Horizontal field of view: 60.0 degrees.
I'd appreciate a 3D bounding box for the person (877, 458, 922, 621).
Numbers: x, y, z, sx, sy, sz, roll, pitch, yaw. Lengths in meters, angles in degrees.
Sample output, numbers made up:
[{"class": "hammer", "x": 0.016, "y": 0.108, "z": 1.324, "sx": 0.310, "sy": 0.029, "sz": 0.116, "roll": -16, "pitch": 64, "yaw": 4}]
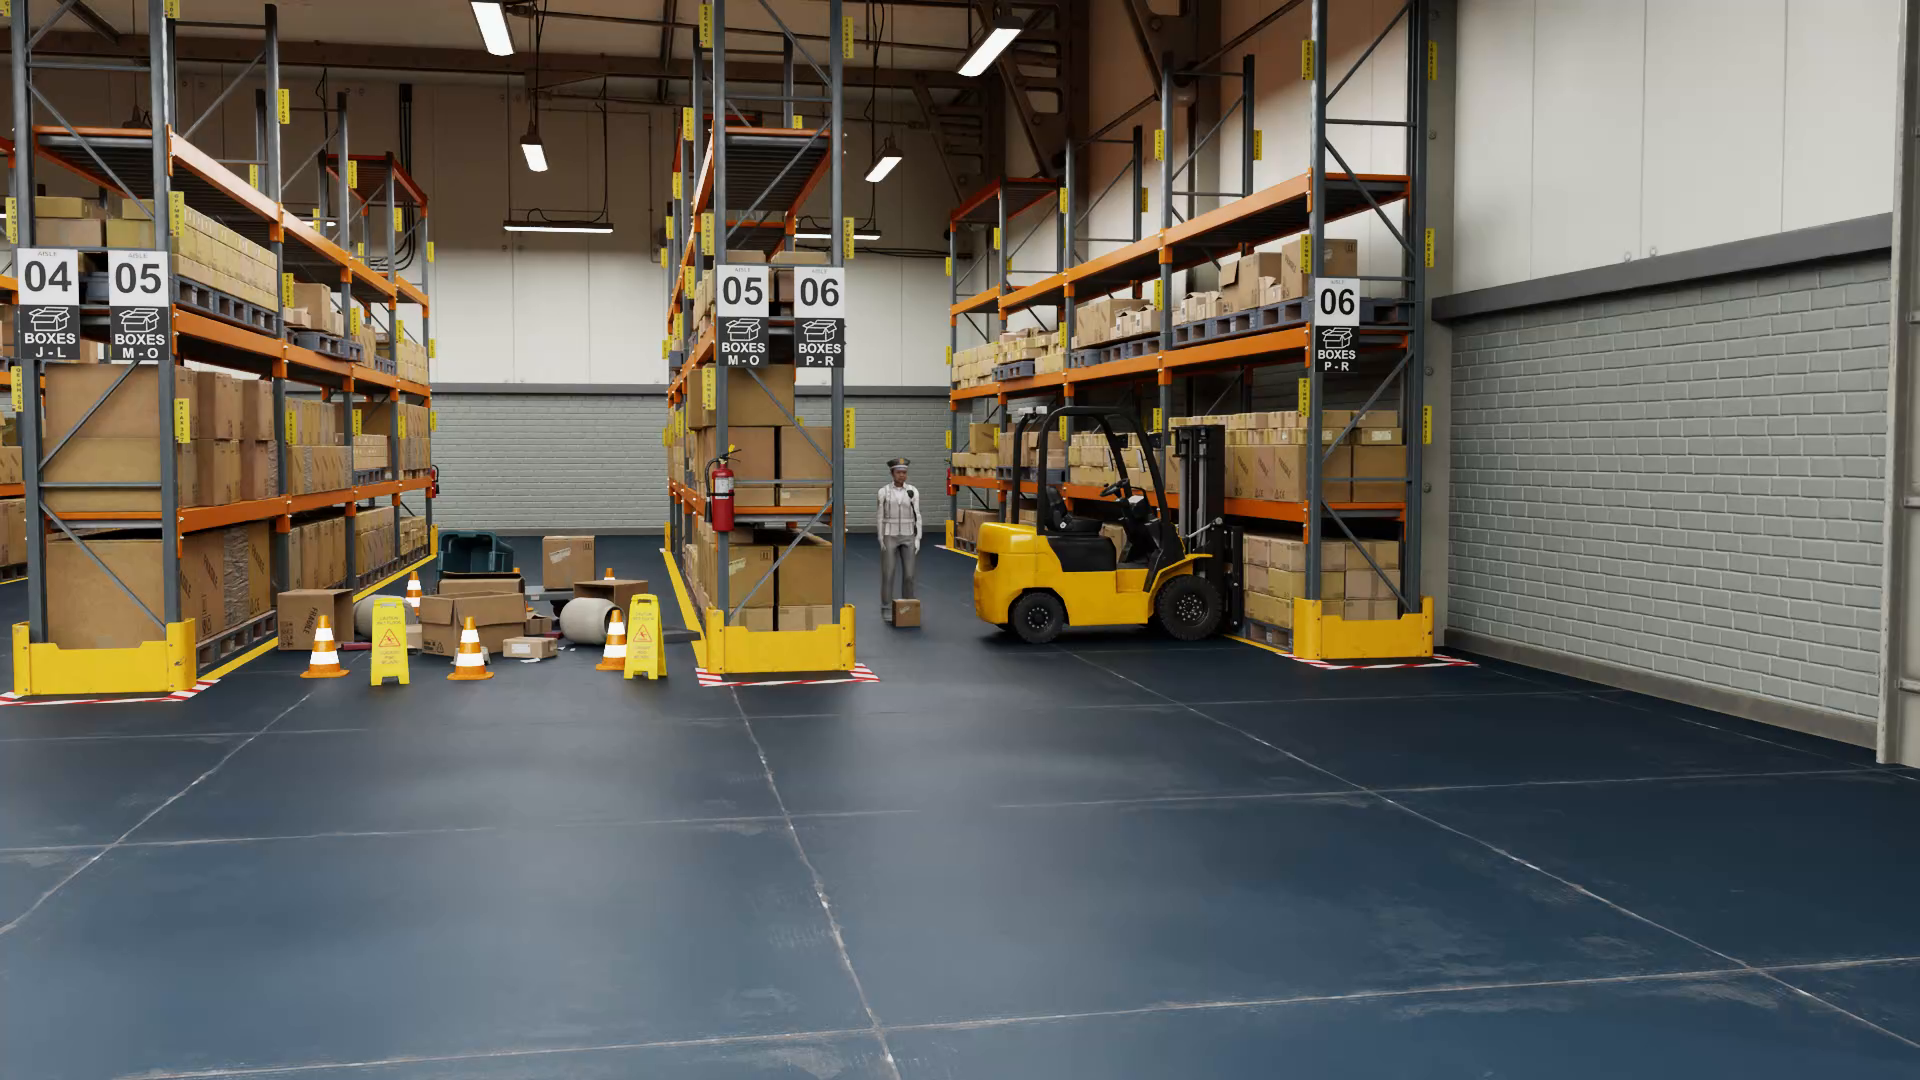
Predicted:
[{"class": "person", "x": -0.621, "y": 0.016, "z": 17.115, "sx": 0.466, "sy": 1.723, "sz": 0.343, "roll": -1, "pitch": 3, "yaw": -10}]
